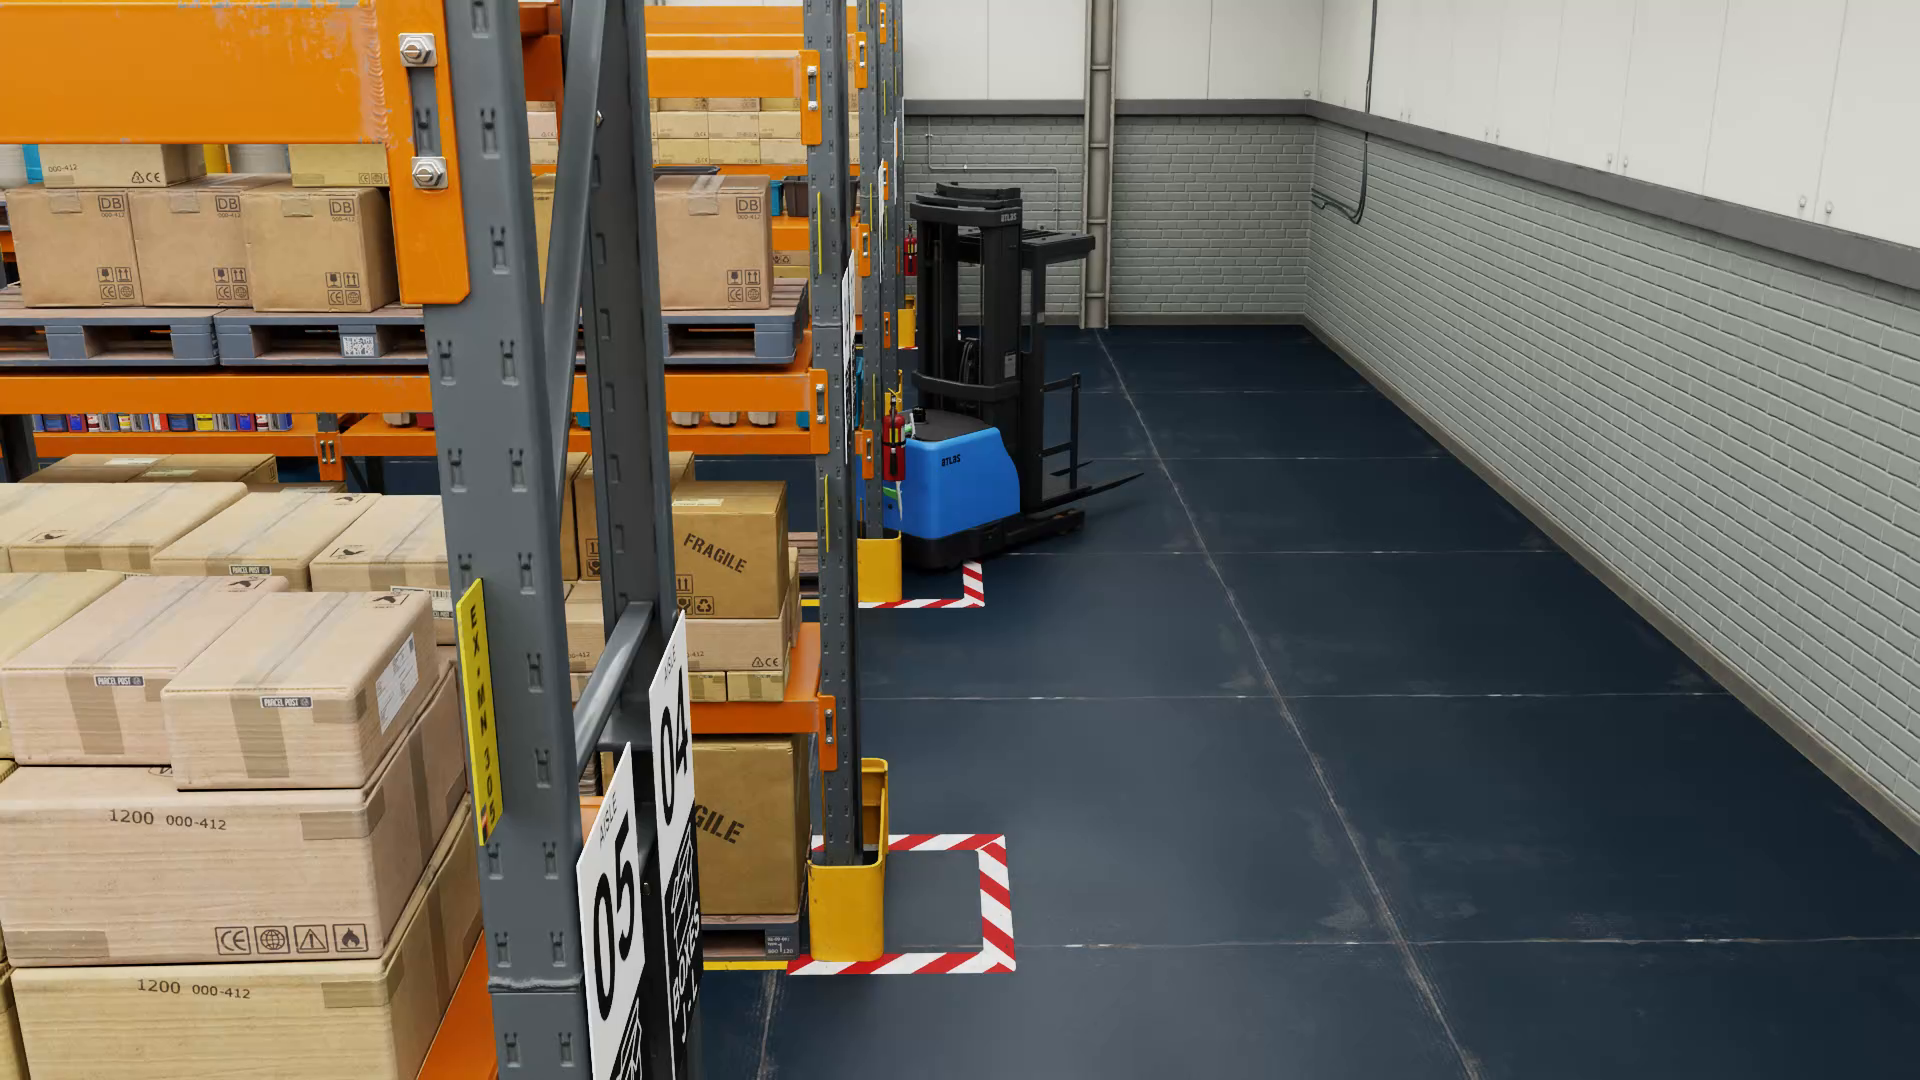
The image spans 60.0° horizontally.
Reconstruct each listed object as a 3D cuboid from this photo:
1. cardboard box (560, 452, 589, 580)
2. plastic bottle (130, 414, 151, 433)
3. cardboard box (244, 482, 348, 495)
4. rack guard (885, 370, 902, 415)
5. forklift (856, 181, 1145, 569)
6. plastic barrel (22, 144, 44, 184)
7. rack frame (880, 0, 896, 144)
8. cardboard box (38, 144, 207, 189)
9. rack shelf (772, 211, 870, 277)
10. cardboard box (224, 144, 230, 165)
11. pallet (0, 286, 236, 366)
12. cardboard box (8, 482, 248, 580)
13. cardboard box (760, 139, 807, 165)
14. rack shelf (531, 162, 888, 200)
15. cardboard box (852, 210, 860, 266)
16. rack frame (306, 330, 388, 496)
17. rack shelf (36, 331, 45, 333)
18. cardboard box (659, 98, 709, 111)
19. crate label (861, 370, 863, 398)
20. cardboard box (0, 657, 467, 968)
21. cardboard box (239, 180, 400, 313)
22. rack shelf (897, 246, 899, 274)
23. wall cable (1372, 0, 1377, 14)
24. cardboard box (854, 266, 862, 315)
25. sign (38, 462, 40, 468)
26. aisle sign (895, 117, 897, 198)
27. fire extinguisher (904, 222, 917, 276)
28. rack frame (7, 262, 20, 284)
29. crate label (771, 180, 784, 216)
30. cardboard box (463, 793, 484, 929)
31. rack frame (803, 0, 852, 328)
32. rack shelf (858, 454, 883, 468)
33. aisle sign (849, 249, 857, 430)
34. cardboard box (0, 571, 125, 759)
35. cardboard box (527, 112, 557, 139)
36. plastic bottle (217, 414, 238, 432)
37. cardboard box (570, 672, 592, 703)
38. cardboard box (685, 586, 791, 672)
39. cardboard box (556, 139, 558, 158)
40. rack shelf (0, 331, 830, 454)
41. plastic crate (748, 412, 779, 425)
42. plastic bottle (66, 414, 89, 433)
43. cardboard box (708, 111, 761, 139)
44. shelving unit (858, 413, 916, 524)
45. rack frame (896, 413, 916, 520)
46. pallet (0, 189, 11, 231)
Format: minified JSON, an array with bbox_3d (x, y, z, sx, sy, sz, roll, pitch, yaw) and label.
[{"bbox_3d":[-2.073,-0.118,8.035,0.500,0.500,0.500,-1,18,-2],"label":"cardboard box"},{"bbox_3d":[-6.041,-0.946,12.289,0.135,0.276,0.152,0,18,-1],"label":"plastic bottle"},{"bbox_3d":[-3.074,0.047,7.522,0.500,0.500,0.500,-1,18,-3],"label":"cardboard box"},{"bbox_3d":[-0.799,-1.452,17.756,0.348,0.500,1.175,0,18,-1],"label":"rack guard"},{"bbox_3d":[0.427,-1.537,14.039,1.130,2.935,3.031,16,24,40],"label":"forklift"},{"bbox_3d":[-6.352,-2.923,11.829,0.708,0.901,0.600,0,18,-1],"label":"plastic barrel"},{"bbox_3d":[-0.723,-5.499,16.459,0.127,3.000,1.000,0,18,-1],"label":"rack frame"},{"bbox_3d":[-3.630,-1.681,7.224,0.500,0.250,0.500,-1,18,-4],"label":"cardboard box"},{"bbox_3d":[-2.649,-2.206,12.280,4.000,0.370,1.077,0,18,-1],"label":"rack shelf"},{"bbox_3d":[-7.257,-4.097,16.835,0.500,0.500,0.910,0,18,-1],"label":"cardboard box"},{"bbox_3d":[-3.752,-0.985,7.441,1.213,0.211,1.003,0,18,-1],"label":"pallet"},{"bbox_3d":[-1.448,0.020,2.937,0.250,0.149,0.380,0,18,-1],"label":"cardboard box"},{"bbox_3d":[-1.733,-3.917,16.684,0.500,0.250,0.500,0,18,-1],"label":"cardboard box"},{"bbox_3d":[-2.723,-3.719,16.997,4.000,0.370,1.077,0,18,-1],"label":"rack shelf"},{"bbox_3d":[-1.164,-3.080,16.938,0.500,0.500,0.500,0,18,-1],"label":"cardboard box"},{"bbox_3d":[-4.648,-1.111,12.599,0.127,3.000,1.000,0,18,-1],"label":"rack frame"},{"bbox_3d":[-10.722,-2.252,17.334,4.000,0.370,1.077,0,18,-1],"label":"rack shelf"},{"bbox_3d":[-2.738,-4.602,16.771,0.500,0.500,0.700,0,18,-1],"label":"cardboard box"},{"bbox_3d":[-0.901,-1.178,12.985,0.303,0.233,0.416,0,18,-1],"label":"crate label"},{"bbox_3d":[-1.050,0.383,2.459,0.500,0.250,0.500,-1,18,-3],"label":"cardboard box"},{"bbox_3d":[-2.726,-1.304,7.276,0.500,0.500,0.700,1,18,2],"label":"cardboard box"},{"bbox_3d":[-2.805,-3.803,22.171,4.000,0.370,1.077,0,18,-1],"label":"rack shelf"},{"bbox_3d":[4.898,-7.030,18.047,0.112,2.526,3.097,0,18,-1],"label":"wall cable"},{"bbox_3d":[-1.167,-2.605,17.094,0.500,0.500,0.500,0,18,1],"label":"cardboard box"},{"bbox_3d":[-4.580,-0.217,8.267,0.005,0.325,0.100,0,18,-1],"label":"sign"},{"bbox_3d":[-0.660,-3.971,17.258,0.004,0.787,0.394,0,18,-1],"label":"aisle sign"},{"bbox_3d":[-0.647,-3.801,21.723,0.183,0.674,0.296,0,18,-1],"label":"fire extinguisher"},{"bbox_3d":[-12.804,-4.098,21.911,0.127,3.000,1.000,0,18,-1],"label":"rack frame"},{"bbox_3d":[-1.576,-2.582,12.517,0.502,0.251,0.408,0,18,-1],"label":"crate label"},{"bbox_3d":[-1.046,0.465,3.021,0.500,0.250,0.500,0,18,1],"label":"cardboard box"},{"bbox_3d":[-0.571,-2.474,7.027,0.127,3.000,1.000,0,18,-1],"label":"rack frame"},{"bbox_3d":[-0.569,-0.632,13.270,0.258,0.148,0.480,-24,30,-32],"label":"rack shelf"},{"bbox_3d":[-0.503,-0.947,7.833,0.004,0.787,0.394,0,18,-1],"label":"aisle sign"},{"bbox_3d":[-1.426,0.178,2.447,0.250,0.149,0.380,-1,18,-3],"label":"cardboard box"},{"bbox_3d":[-4.233,-4.145,16.574,0.500,0.250,0.500,0,18,-1],"label":"cardboard box"},{"bbox_3d":[-5.403,-0.949,12.299,0.135,0.276,0.152,0,18,-1],"label":"plastic bottle"},{"bbox_3d":[-1.683,0.608,7.652,0.250,0.149,0.380,0,18,0],"label":"cardboard box"},{"bbox_3d":[-1.051,0.396,7.661,0.500,0.250,0.500,-1,18,-2],"label":"cardboard box"},{"bbox_3d":[-3.733,-3.908,16.655,0.500,0.250,0.500,0,18,-1],"label":"cardboard box"},{"bbox_3d":[-2.570,-0.693,7.565,4.000,0.370,1.077,0,18,-1],"label":"rack shelf"},{"bbox_3d":[-1.461,-0.974,12.505,0.243,0.136,0.396,0,18,-1],"label":"plastic crate"},{"bbox_3d":[-6.504,-0.933,12.237,0.133,0.283,0.061,0,18,-1],"label":"plastic bottle"},{"bbox_3d":[-2.233,-4.154,16.601,0.500,0.250,0.500,0,18,-1],"label":"cardboard box"},{"bbox_3d":[-0.549,-0.474,13.344,0.258,1.200,0.503,-24,30,-32],"label":"shelving unit"},{"bbox_3d":[-0.399,-0.408,13.164,0.240,1.200,0.015,-24,30,-32],"label":"rack frame"},{"bbox_3d":[-6.564,-2.409,12.045,1.213,0.211,1.003,0,18,-1],"label":"pallet"}]
